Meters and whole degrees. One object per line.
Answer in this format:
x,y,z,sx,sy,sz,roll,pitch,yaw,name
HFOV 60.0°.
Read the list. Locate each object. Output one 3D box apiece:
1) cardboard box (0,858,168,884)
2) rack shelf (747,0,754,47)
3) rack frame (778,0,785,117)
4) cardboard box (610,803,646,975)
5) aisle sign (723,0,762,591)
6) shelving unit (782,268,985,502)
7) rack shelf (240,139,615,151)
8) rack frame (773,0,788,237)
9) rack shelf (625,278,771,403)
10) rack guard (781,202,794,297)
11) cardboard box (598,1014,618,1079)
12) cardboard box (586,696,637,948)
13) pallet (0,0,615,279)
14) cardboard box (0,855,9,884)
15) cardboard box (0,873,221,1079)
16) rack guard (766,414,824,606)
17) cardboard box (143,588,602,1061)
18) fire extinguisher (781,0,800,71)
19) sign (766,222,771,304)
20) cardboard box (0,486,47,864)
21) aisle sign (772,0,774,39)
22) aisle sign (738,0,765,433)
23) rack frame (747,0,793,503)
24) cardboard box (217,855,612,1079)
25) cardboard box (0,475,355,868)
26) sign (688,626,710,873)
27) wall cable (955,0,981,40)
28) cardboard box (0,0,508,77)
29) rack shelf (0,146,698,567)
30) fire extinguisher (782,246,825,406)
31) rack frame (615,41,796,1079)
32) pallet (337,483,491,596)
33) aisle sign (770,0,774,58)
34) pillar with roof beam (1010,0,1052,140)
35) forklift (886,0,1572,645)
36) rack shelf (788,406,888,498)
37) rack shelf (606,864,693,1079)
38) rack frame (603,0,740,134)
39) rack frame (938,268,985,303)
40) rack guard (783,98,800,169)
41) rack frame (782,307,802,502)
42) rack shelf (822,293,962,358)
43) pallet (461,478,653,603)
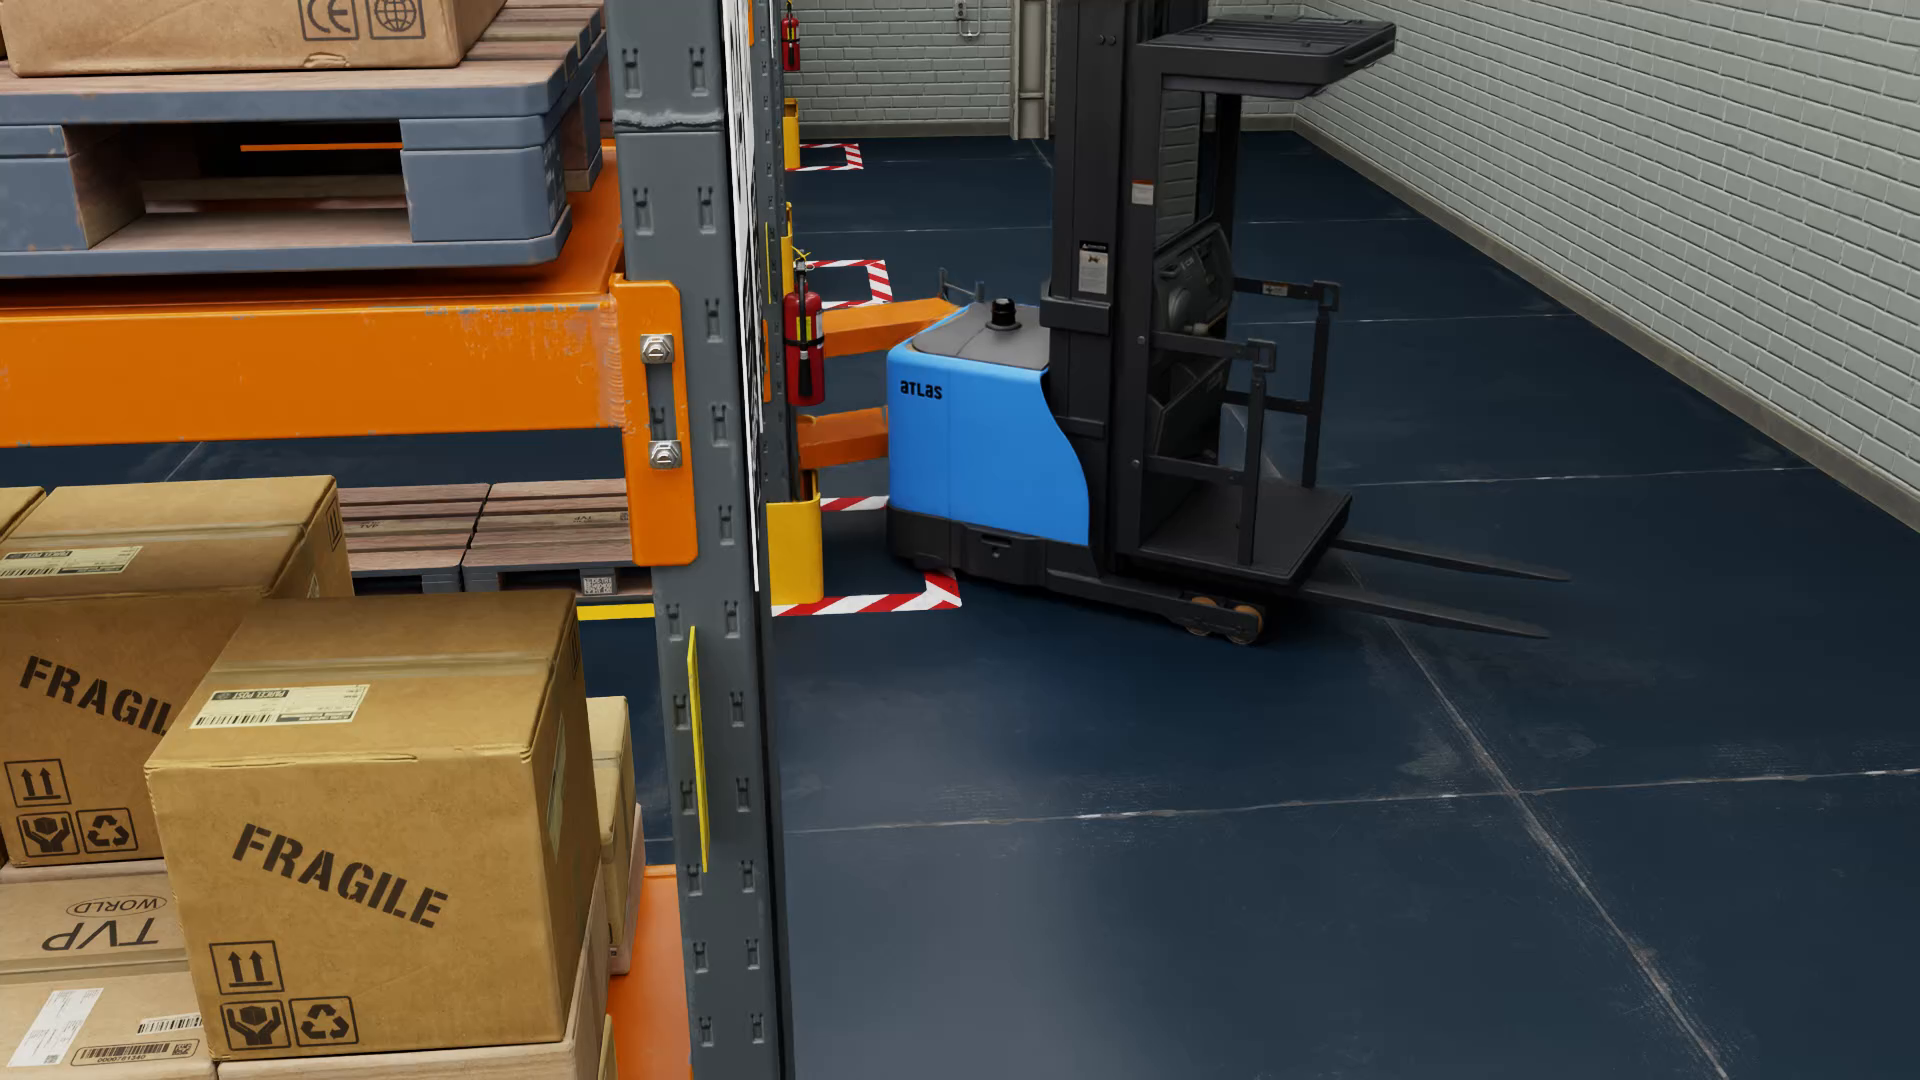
-1.407,0.563,3.109,0.500,0.250,0.500,-3,24,-6,cardboard box
-2.863,-2.267,6.850,4.000,0.370,1.077,-2,24,-5,rack shelf
-1.847,-5.309,16.502,0.127,3.000,1.000,-2,24,-5,rack frame
-0.772,0.693,3.308,0.250,0.149,0.380,-2,24,-5,cardboard box
-0.285,-0.373,2.195,0.004,0.787,0.394,-2,24,-5,aisle sign
-0.438,-0.722,8.399,1.048,1.125,0.538,-10,21,-22,shelving unit
-3.346,-2.899,11.964,4.000,0.370,1.077,-2,24,-5,rack shelf
-1.356,-3.307,11.998,0.127,3.000,1.000,-2,24,-5,rack frame
-2.863,-0.896,7.460,4.000,0.370,1.077,-2,24,-5,rack shelf
-1.432,-2.162,12.499,0.348,0.500,1.175,-2,24,-5,rack guard
-0.708,0.959,2.709,0.250,0.149,0.380,-2,24,-4,cardboard box
-0.890,0.540,3.161,0.500,0.250,0.500,-3,24,-7,cardboard box
-1.123,-0.599,2.322,1.213,0.211,1.003,-2,24,-5,pallet
-1.907,0.582,3.067,0.500,0.250,0.500,-3,24,-7,cardboard box
-1.347,0.776,2.629,0.500,0.250,0.500,-3,24,-6,cardboard box
-0.850,-0.169,8.015,0.348,0.500,1.175,-2,24,-5,rack guard
-0.845,0.413,2.524,0.500,0.500,0.500,-2,24,-4,cardboard box
-1.651,-4.923,16.188,0.183,0.674,0.296,-2,24,-5,fire extinguisher
-0.803,-1.158,6.961,0.005,0.325,0.100,-2,24,-5,sign
-1.903,0.240,2.912,0.500,0.500,0.500,-3,24,-7,cardboard box
-0.831,-2.616,7.242,0.004,0.787,0.394,-2,24,-5,aisle sign
-0.344,-0.615,2.740,0.004,0.787,0.394,-2,24,-5,aisle sign
-0.873,-1.305,7.493,0.127,3.000,1.000,-2,24,-5,rack frame
-0.842,0.756,2.674,0.500,0.250,0.500,-3,24,-6,cardboard box
-1.388,0.217,2.964,0.500,0.500,0.500,-3,24,-6,cardboard box
-0.347,0.279,2.211,0.005,0.325,0.100,-2,24,-5,sign
-0.665,-6.207,17.271,1.851,1.984,0.084,-2,24,-5,wall cable
-0.898,-0.915,2.158,0.500,0.500,0.700,-4,24,-8,cardboard box
-2.376,-0.265,2.346,4.000,0.370,1.077,-2,24,-5,rack shelf
-0.678,-0.922,7.185,0.183,0.674,0.296,-2,24,-5,fire extinguisher
-0.386,0.697,2.989,0.127,3.000,1.000,-2,24,-5,rack frame
-2.909,0.034,7.914,1.213,0.211,1.003,-2,24,-5,pallet
-0.773,-2.377,6.705,0.004,0.787,0.394,-2,24,-5,aisle sign
1.178,-6.768,12.398,0.400,9.000,9.100,-2,24,-5,pillar with roof beam
1.203,-1.132,7.188,3.031,2.935,1.130,11,26,24,forklift
-0.428,-0.491,8.479,1.000,0.278,0.538,-10,21,-22,rack shelf
-2.376,1.105,2.955,4.000,0.370,1.077,-2,24,-5,rack shelf
-0.386,-2.044,1.770,0.127,3.000,1.000,-2,24,-5,rack frame
0.025,-0.807,8.590,0.032,1.125,0.500,-10,21,-22,rack frame
-1.823,-4.168,17.012,0.348,0.500,1.175,-2,24,-5,rack guard
-0.901,-0.636,8.208,0.032,1.125,0.500,-10,21,-22,rack frame
-0.449,-0.998,8.303,1.000,0.278,0.538,-10,21,-22,rack shelf
-1.697,-0.014,8.021,1.213,0.211,1.003,-2,24,-5,pallet
